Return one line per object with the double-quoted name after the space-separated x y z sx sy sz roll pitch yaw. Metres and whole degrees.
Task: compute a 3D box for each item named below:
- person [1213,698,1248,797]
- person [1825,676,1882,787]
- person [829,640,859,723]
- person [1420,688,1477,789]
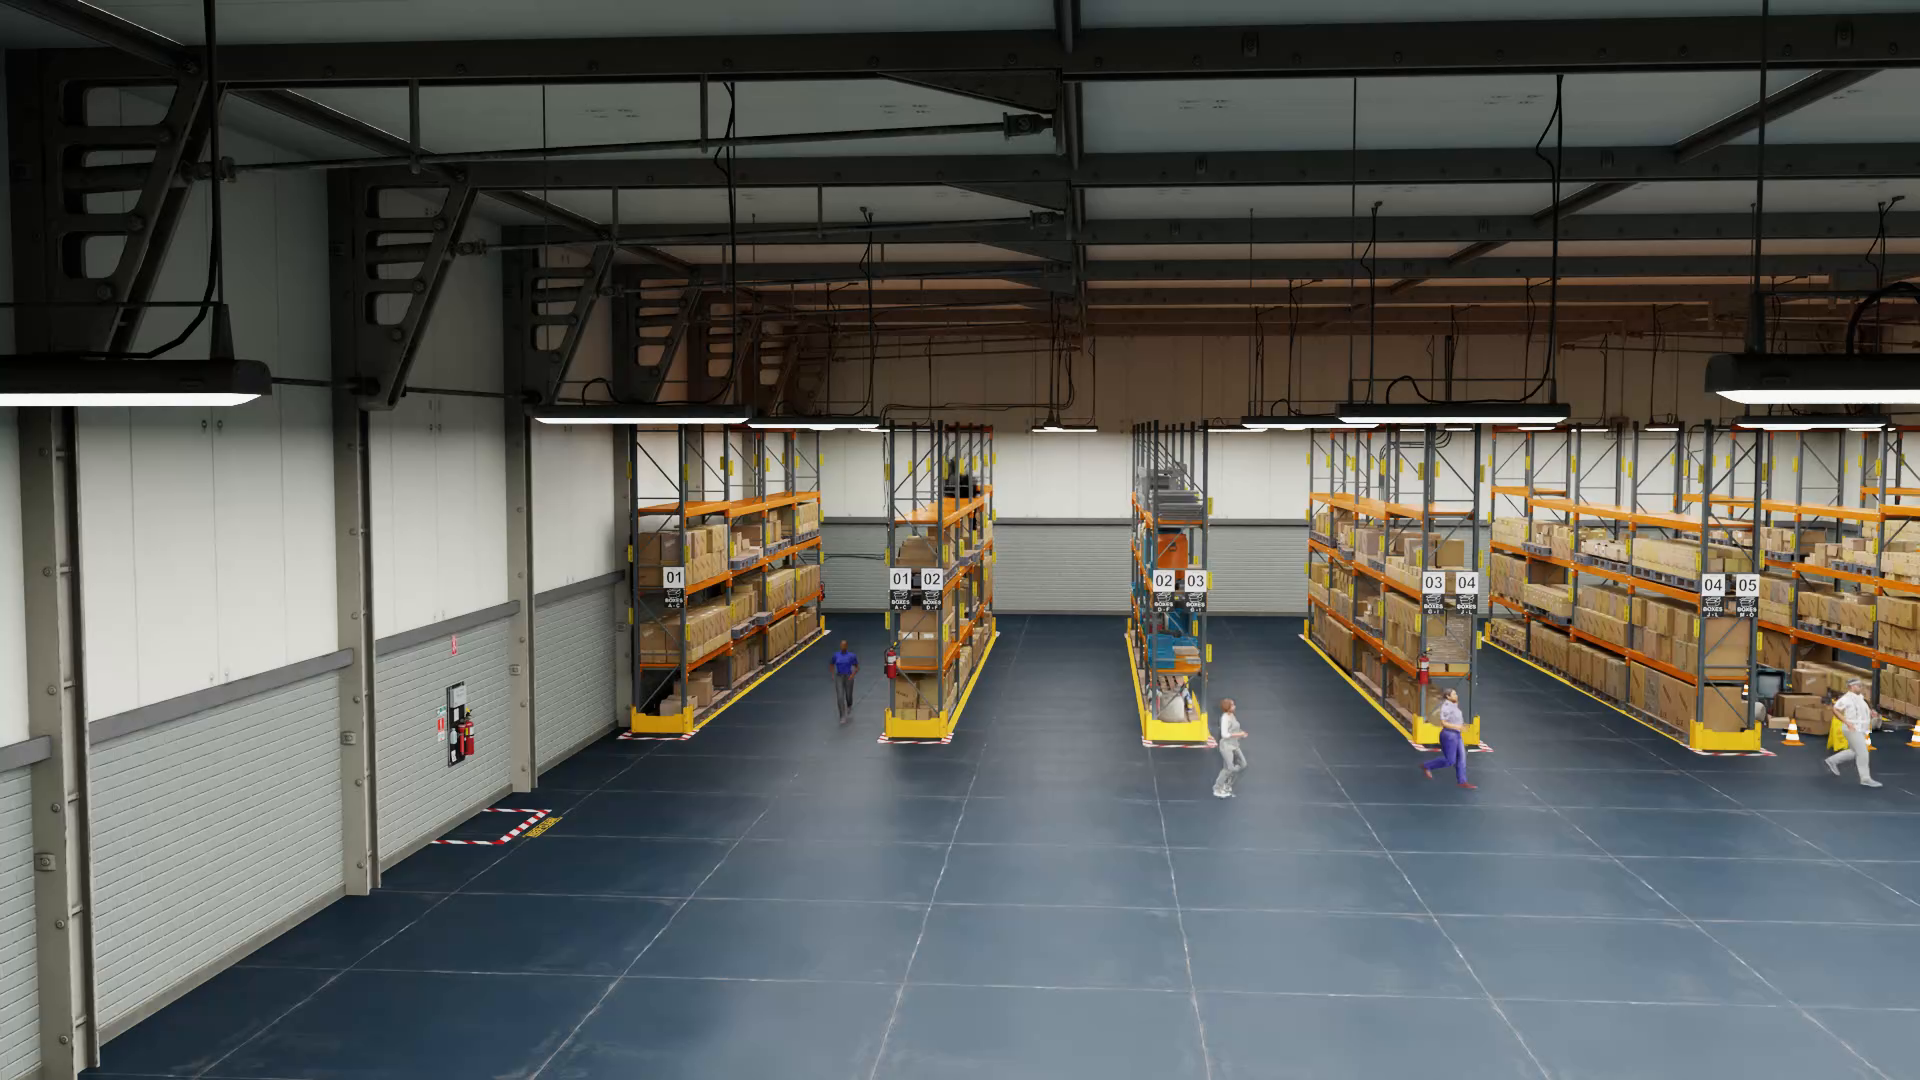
4.272 3.271 26.128 0.596 1.575 0.517 2 4 29 "person"
14.649 3.102 27.256 0.672 1.755 0.946 -3 5 -40 "person"
-2.324 2.801 33.307 0.607 1.631 0.797 0 4 1 "person"
7.931 3.196 26.931 0.886 1.622 0.609 2 4 31 "person"
